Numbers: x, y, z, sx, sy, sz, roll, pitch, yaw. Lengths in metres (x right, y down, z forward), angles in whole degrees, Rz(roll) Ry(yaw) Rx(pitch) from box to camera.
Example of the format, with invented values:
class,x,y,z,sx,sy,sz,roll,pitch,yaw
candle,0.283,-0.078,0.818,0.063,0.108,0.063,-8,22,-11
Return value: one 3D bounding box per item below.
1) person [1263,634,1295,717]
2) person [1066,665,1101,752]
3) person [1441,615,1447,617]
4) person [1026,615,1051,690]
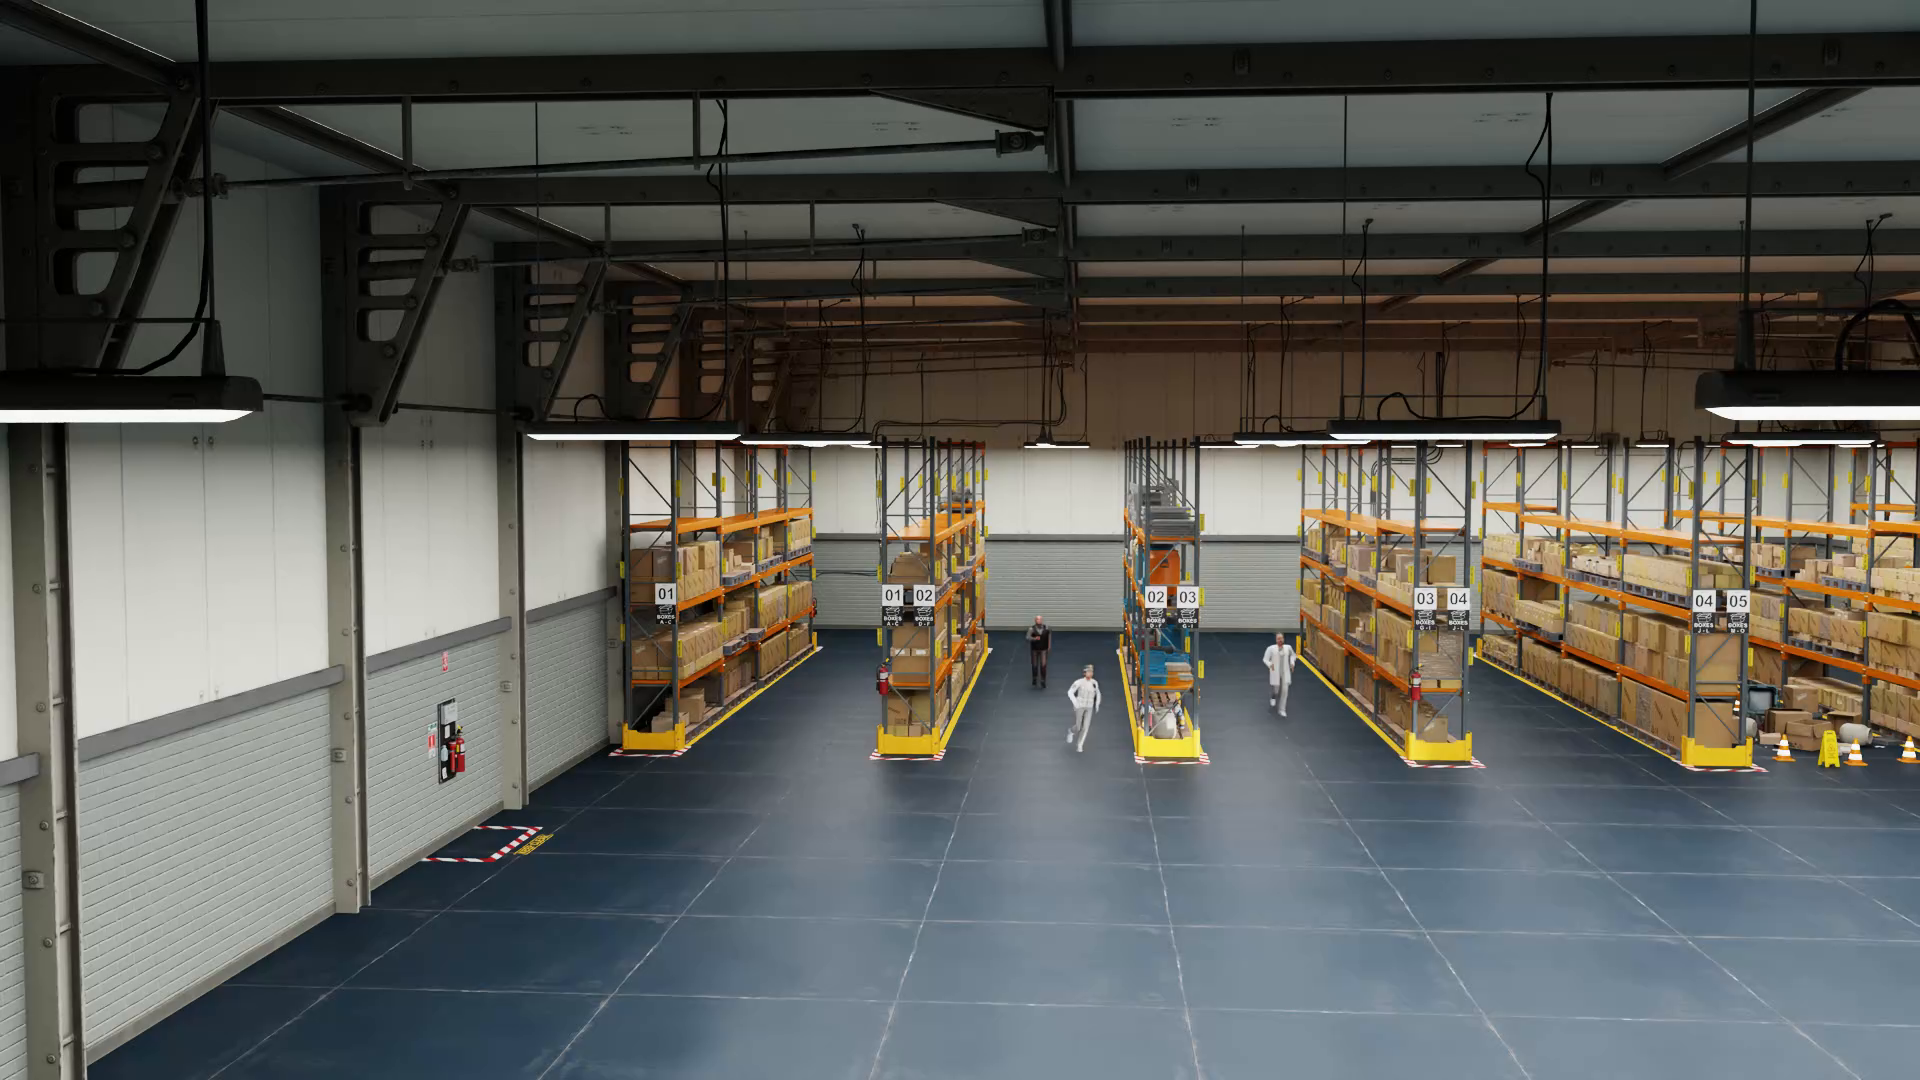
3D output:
class,x,y,z,sx,sy,sz,roll,pitch,yaw
person,6.978,2.921,36.244,0.722,1.765,0.955,0,3,0
person,2.408,3.199,31.871,0.668,1.632,0.700,-1,3,-15
person,13.287,2.380,46.456,0.743,1.716,0.742,2,4,30
person,1.899,2.710,40.211,0.645,1.794,0.808,0,3,-2
